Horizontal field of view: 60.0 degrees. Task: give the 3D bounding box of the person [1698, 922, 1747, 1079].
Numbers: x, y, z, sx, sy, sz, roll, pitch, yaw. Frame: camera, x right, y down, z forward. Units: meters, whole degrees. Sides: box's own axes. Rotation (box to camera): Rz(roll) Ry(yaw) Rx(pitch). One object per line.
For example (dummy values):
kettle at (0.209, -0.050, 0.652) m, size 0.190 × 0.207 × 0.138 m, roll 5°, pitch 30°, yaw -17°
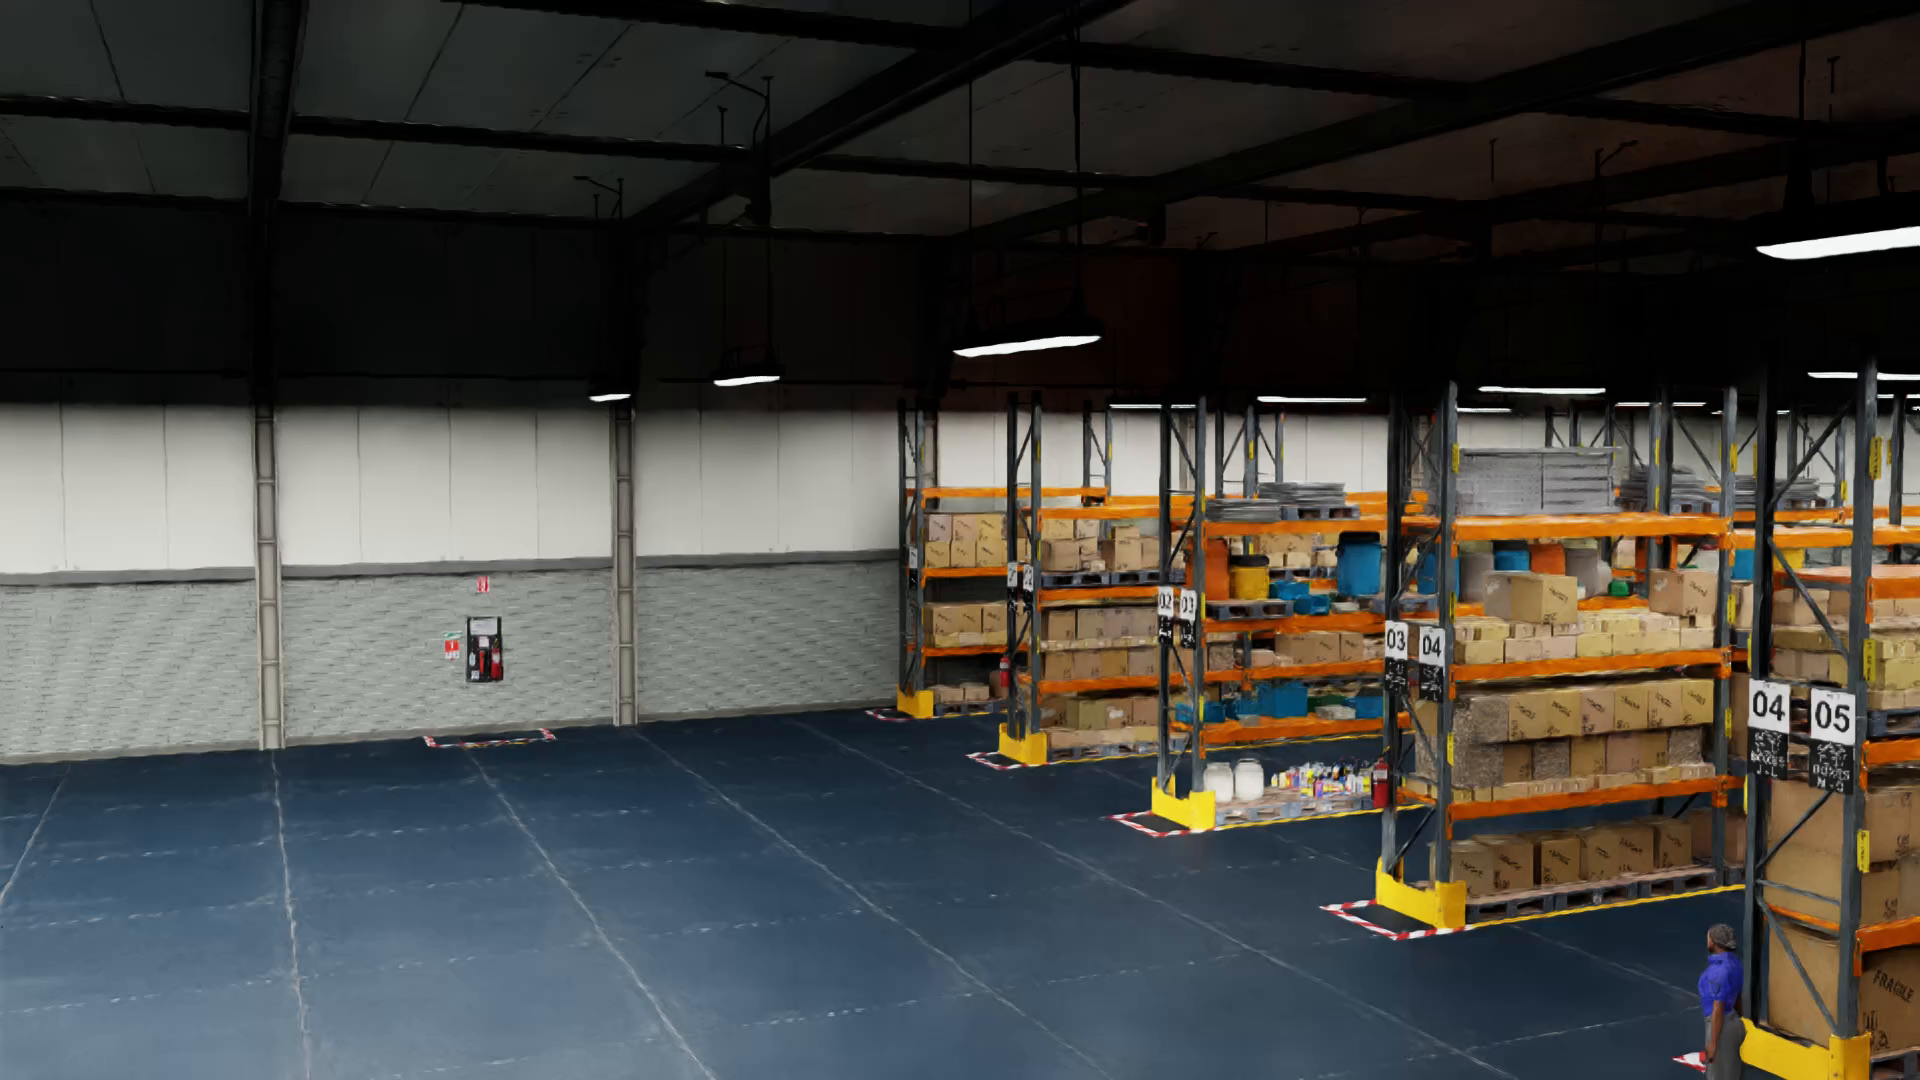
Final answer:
person at (5.641, 3.636, 12.152) m, size 0.529 × 1.650 × 0.571 m, roll 3°, pitch 4°, yaw 39°
